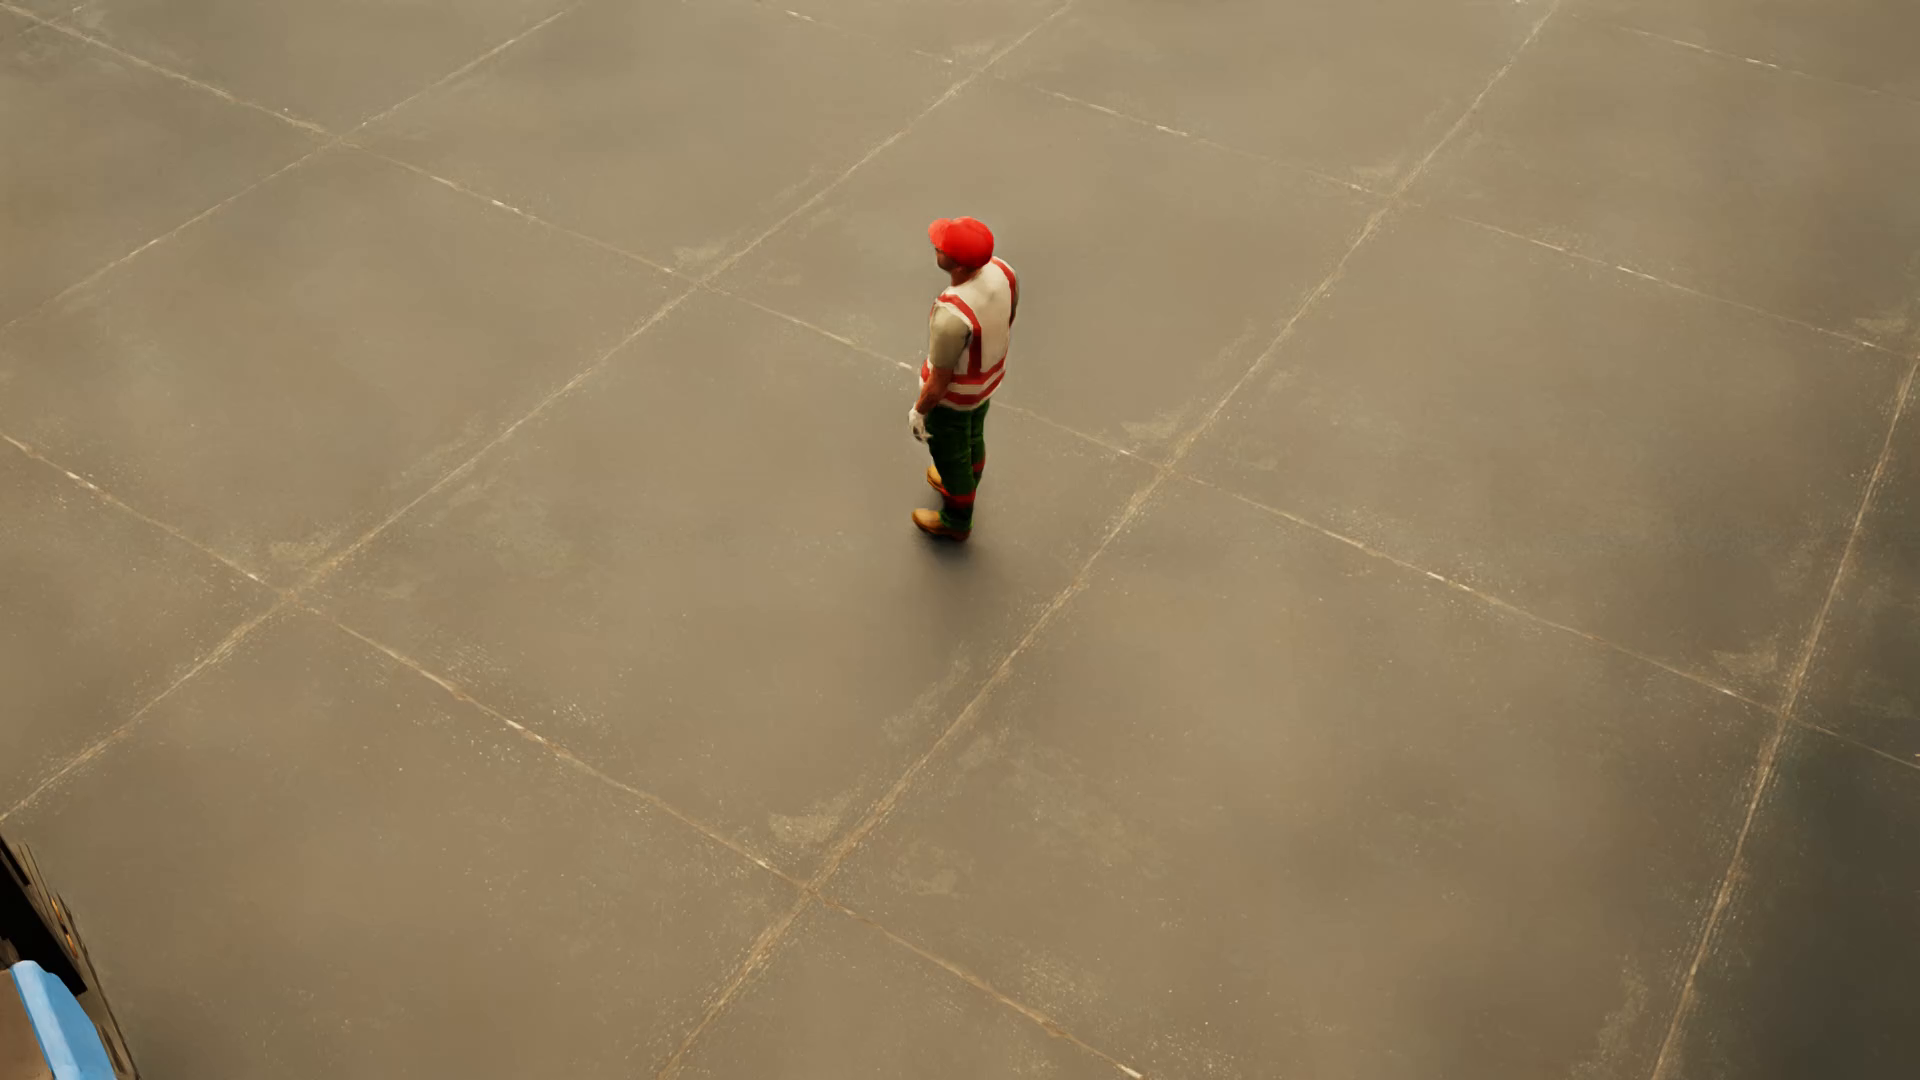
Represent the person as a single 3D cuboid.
[{"bbox_3d":[-0.062,-0.719,7.370,0.563,1.787,0.637,24,48,23],"label":"person"}]
